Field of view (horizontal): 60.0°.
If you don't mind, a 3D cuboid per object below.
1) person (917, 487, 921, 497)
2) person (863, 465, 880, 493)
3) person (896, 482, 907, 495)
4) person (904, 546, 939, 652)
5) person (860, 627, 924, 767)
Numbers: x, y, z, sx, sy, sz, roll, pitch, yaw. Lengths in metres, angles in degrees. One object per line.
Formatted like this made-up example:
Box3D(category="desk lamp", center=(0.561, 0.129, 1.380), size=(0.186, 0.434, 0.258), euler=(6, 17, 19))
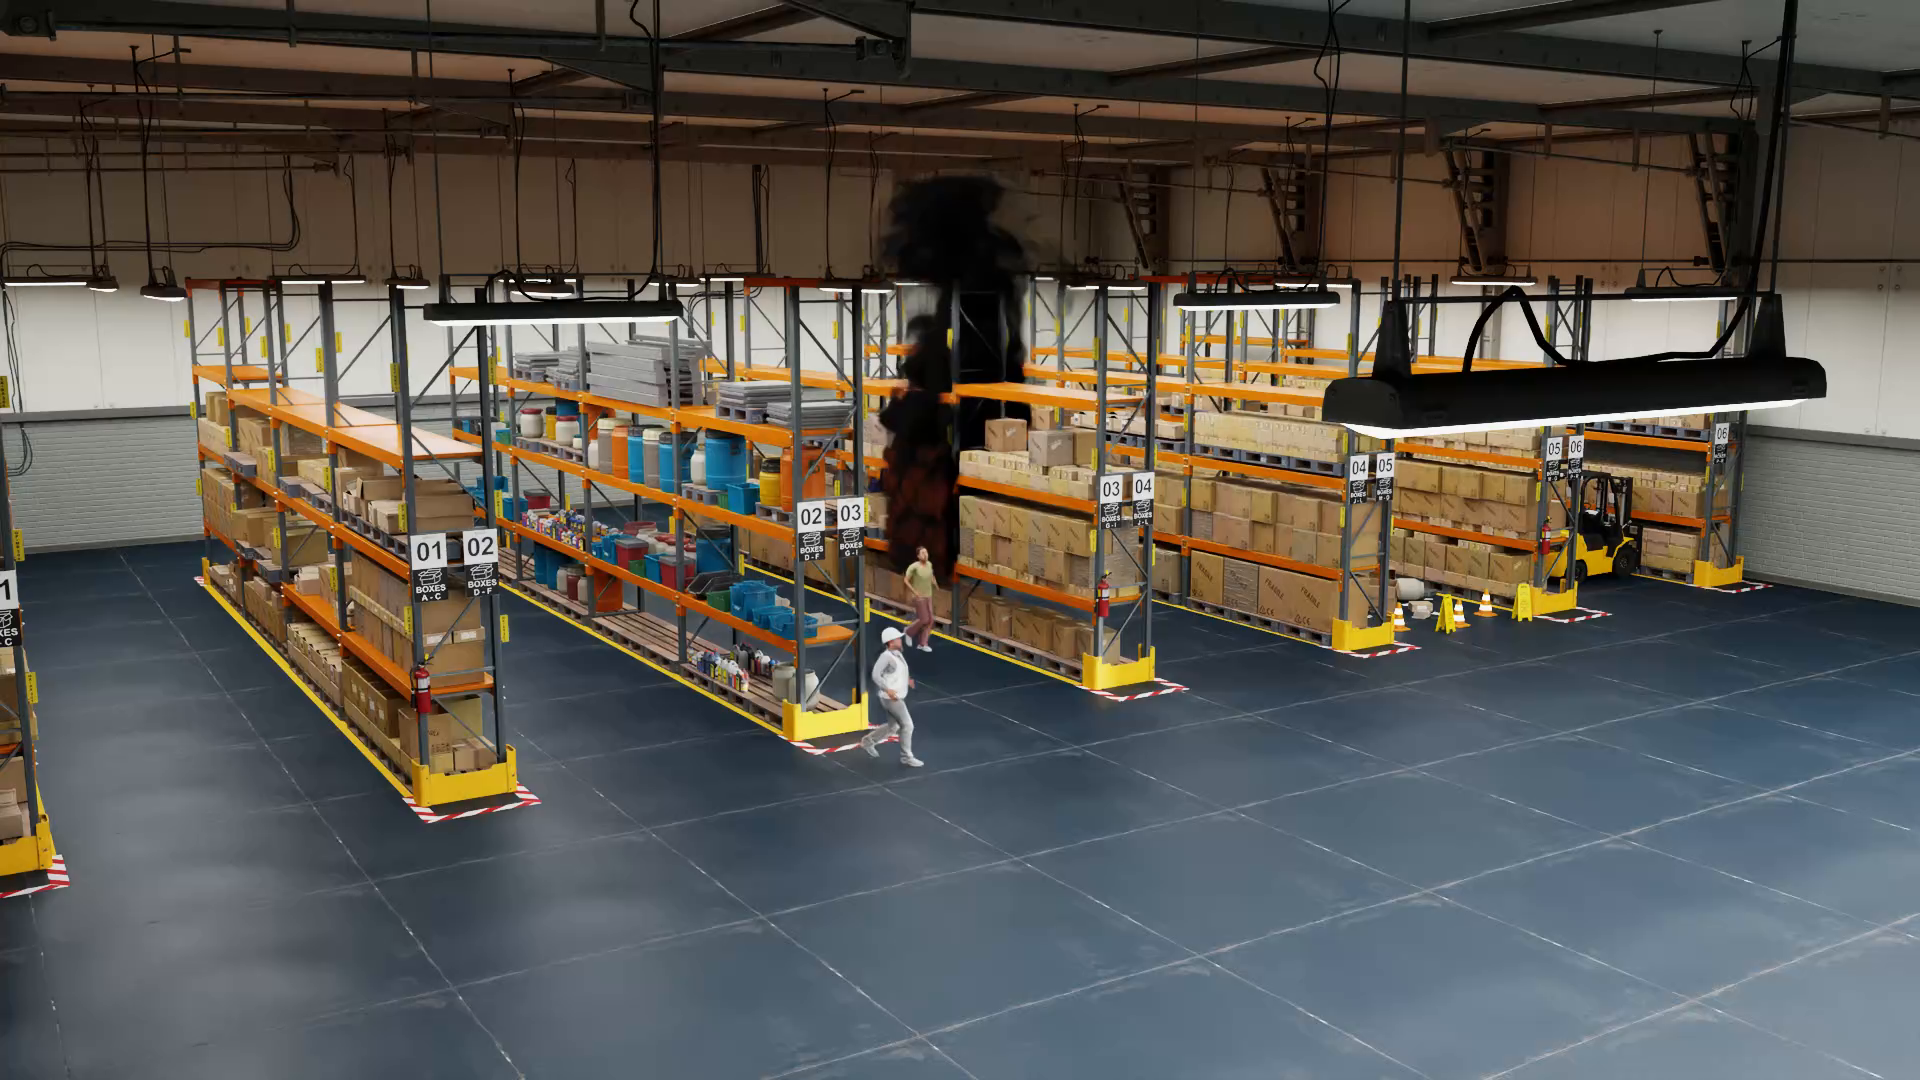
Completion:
Box3D(category="person", center=(-0.771, -1.478, 41.625), size=(0.754, 1.835, 0.771), euler=(7, 12, 35))
Box3D(category="person", center=(-2.235, -1.507, 42.178), size=(0.568, 1.580, 0.650), euler=(-8, 12, -40))
Box3D(category="person", center=(-1.495, -1.512, 42.292), size=(0.543, 1.555, 0.527), euler=(-7, 12, -36))
Box3D(category="person", center=(-0.604, 0.900, 26.018), size=(0.578, 1.648, 0.546), euler=(-8, 13, -40))
Box3D(category="person", center=(-0.865, 1.968, 21.003), size=(0.839, 1.760, 0.671), euler=(1, 10, 8))
